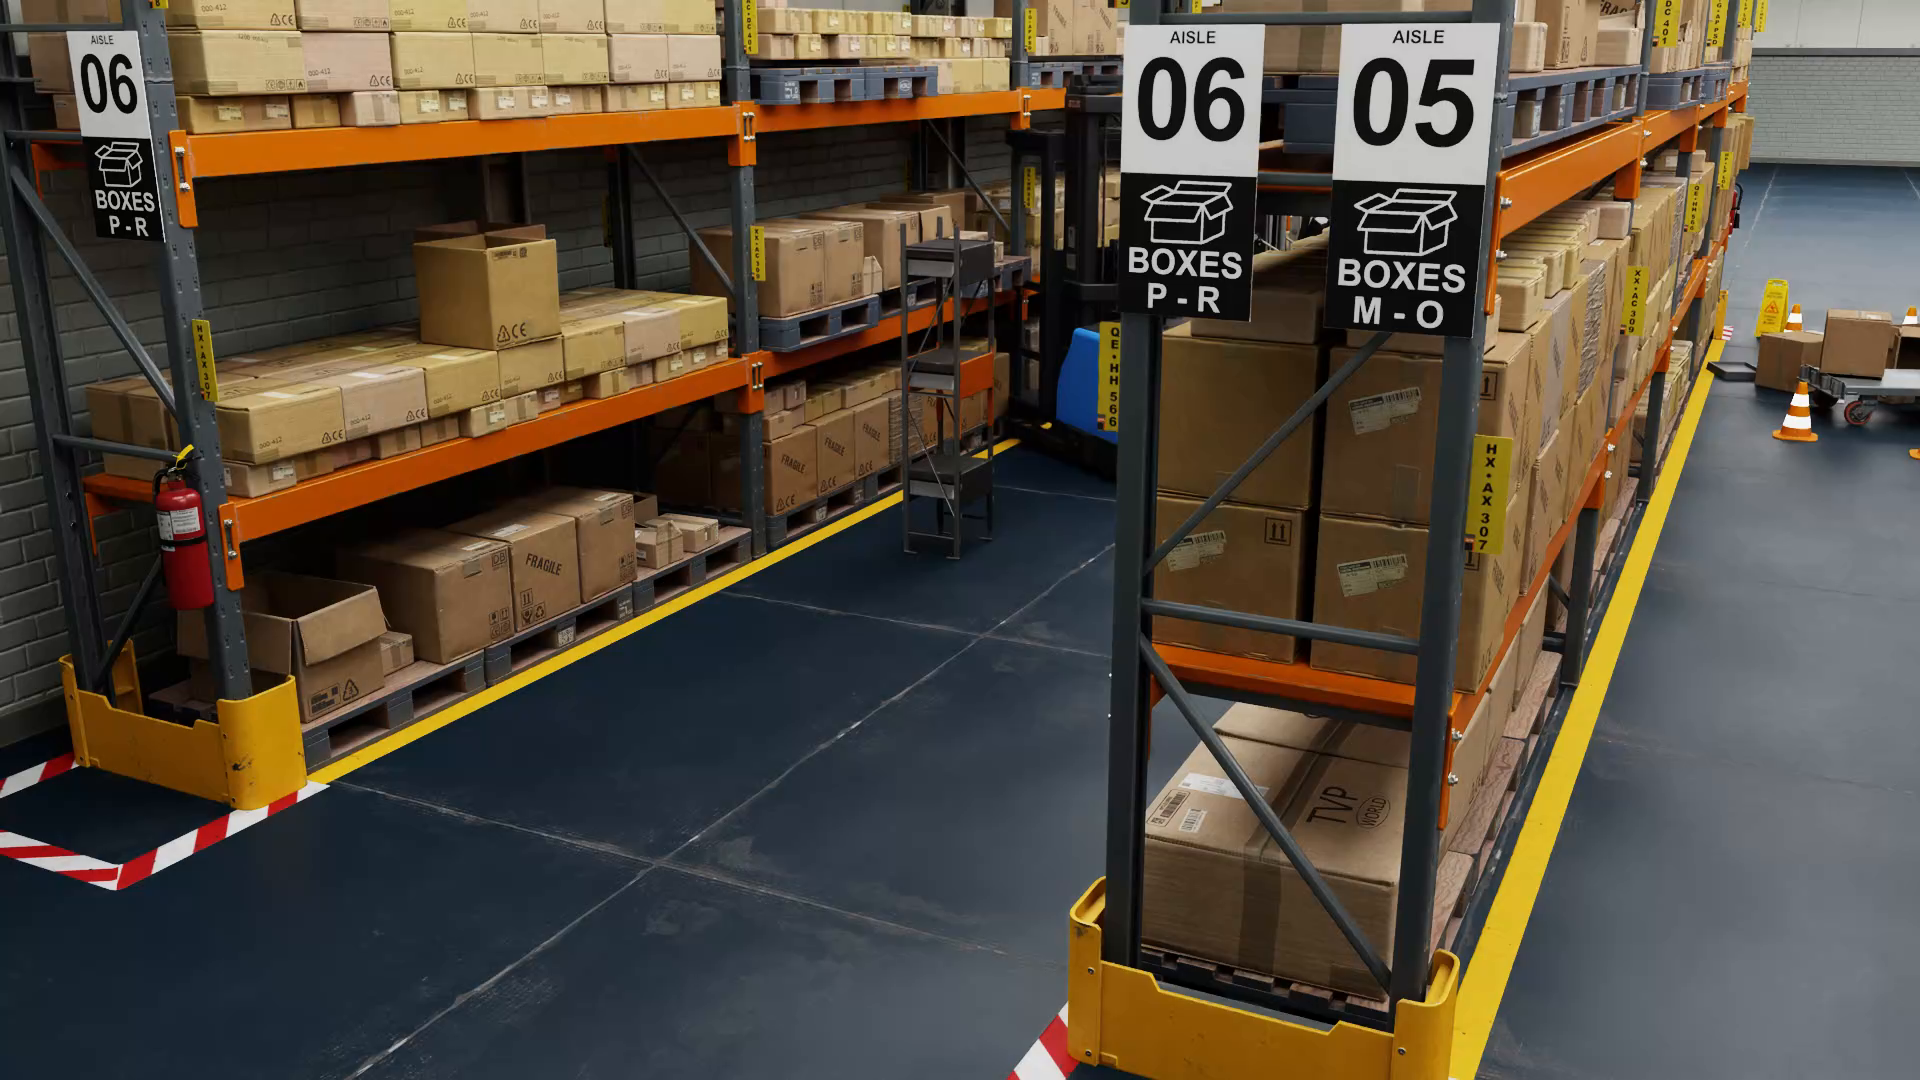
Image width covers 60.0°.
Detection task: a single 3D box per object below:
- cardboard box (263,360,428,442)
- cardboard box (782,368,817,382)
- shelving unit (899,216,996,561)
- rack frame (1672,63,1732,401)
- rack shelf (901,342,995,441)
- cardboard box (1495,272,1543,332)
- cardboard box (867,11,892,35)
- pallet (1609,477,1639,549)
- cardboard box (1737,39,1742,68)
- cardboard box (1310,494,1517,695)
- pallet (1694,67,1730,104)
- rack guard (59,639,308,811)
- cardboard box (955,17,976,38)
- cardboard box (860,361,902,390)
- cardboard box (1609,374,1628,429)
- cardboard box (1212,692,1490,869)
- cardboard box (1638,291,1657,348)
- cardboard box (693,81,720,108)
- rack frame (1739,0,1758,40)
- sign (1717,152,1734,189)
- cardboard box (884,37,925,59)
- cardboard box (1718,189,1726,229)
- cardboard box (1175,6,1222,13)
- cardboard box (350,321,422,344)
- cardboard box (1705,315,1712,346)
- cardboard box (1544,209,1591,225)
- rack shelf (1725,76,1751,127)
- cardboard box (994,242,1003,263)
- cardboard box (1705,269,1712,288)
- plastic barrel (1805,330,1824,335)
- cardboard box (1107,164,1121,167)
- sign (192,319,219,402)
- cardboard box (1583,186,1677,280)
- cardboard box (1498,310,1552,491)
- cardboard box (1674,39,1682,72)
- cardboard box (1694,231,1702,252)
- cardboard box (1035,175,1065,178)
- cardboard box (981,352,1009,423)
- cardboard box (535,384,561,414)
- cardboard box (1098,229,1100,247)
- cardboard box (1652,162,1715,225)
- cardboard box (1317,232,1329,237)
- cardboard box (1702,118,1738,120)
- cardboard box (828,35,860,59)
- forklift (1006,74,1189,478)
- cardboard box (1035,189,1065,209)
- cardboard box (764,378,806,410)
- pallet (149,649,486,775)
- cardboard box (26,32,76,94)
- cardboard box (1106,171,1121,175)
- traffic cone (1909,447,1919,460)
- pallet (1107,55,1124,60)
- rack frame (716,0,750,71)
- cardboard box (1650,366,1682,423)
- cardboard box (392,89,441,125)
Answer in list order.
[{"bbox_3d":[-2.836,-0.651,7.689,0.500,0.250,0.500,8,18,26],"label":"cardboard box"},{"bbox_3d":[-1.271,-1.169,12.205,0.380,0.149,0.250,8,18,26],"label":"cardboard box"},{"bbox_3d":[-0.074,-0.964,10.583,0.431,2.100,0.503,8,18,25],"label":"shelving unit"},{"bbox_3d":[6.299,-2.797,15.172,1.000,3.000,0.127,8,18,25],"label":"rack frame"},{"bbox_3d":[-0.074,-0.951,10.587,0.431,0.518,0.480,8,18,25],"label":"rack shelf"},{"bbox_3d":[1.616,-0.761,5.247,0.380,0.149,0.250,9,19,27],"label":"cardboard box"},{"bbox_3d":[-0.678,-3.456,11.129,0.380,0.149,0.250,8,18,26],"label":"cardboard box"},{"bbox_3d":[4.092,-0.250,11.495,1.003,0.211,1.213,8,18,25],"label":"pallet"},{"bbox_3d":[6.963,-4.515,15.430,0.500,0.250,0.500,8,18,25],"label":"cardboard box"},{"bbox_3d":[1.408,0.126,5.155,0.500,0.500,0.500,8,18,25],"label":"cardboard box"},{"bbox_3d":[4.272,-2.954,10.767,1.213,0.211,1.003,9,19,28],"label":"pallet"},{"bbox_3d":[-3.471,0.808,7.425,1.175,0.500,0.348,8,18,25],"label":"rack guard"},{"bbox_3d":[-0.105,-3.855,12.508,0.380,0.149,0.250,7,18,24],"label":"cardboard box"},{"bbox_3d":[-0.542,-1.230,12.411,0.380,0.149,0.250,7,18,23],"label":"cardboard box"},{"bbox_3d":[3.157,-0.766,8.597,0.500,0.250,0.500,8,18,24],"label":"cardboard box"},{"bbox_3d":[1.544,0.872,6.583,0.875,0.438,0.875,9,19,27],"label":"cardboard box"},{"bbox_3d":[3.630,-1.264,9.399,0.500,0.250,0.500,8,18,26],"label":"cardboard box"},{"bbox_3d":[-1.614,-2.578,9.608,0.380,0.149,0.250,8,18,25],"label":"cardboard box"},{"bbox_3d":[8.087,-6.691,17.748,1.000,3.000,0.127,8,18,25],"label":"rack frame"},{"bbox_3d":[6.797,-3.282,14.772,0.100,0.325,0.005,8,18,25],"label":"sign"},{"bbox_3d":[-0.472,-3.520,11.903,0.380,0.149,0.250,9,19,27],"label":"cardboard box"},{"bbox_3d":[7.185,-3.321,16.239,0.500,0.500,0.500,8,18,25],"label":"cardboard box"},{"bbox_3d":[2.822,-5.647,18.405,0.797,0.503,0.637,9,19,27],"label":"cardboard box"},{"bbox_3d":[-2.846,-0.982,8.804,0.500,0.250,0.500,8,18,25],"label":"cardboard box"},{"bbox_3d":[7.499,-2.194,17.234,0.500,0.250,0.500,7,18,23],"label":"cardboard box"},{"bbox_3d":[2.536,-1.363,7.273,0.380,0.149,0.250,8,18,25],"label":"cardboard box"},{"bbox_3d":[7.193,-4.399,16.562,1.077,0.370,4.000,8,18,25],"label":"rack shelf"},{"bbox_3d":[0.119,-2.273,13.113,0.380,0.149,0.250,8,19,26],"label":"cardboard box"},{"bbox_3d":[6.914,-2.490,15.776,0.380,0.149,0.250,8,18,26],"label":"cardboard box"},{"bbox_3d":[8.518,-1.862,16.549,0.421,0.421,0.512,-7,18,-22],"label":"plastic barrel"},{"bbox_3d":[1.771,-3.901,17.574,0.380,0.149,0.250,8,18,25],"label":"cardboard box"},{"bbox_3d":[-3.020,-0.717,6.648,0.100,0.325,0.005,8,18,25],"label":"sign"},{"bbox_3d":[4.065,-1.883,10.163,0.500,0.500,0.500,8,18,25],"label":"cardboard box"},{"bbox_3d":[1.631,-0.486,5.460,0.500,0.500,0.500,8,18,24],"label":"cardboard box"},{"bbox_3d":[3.603,-2.564,8.793,0.380,0.166,0.250,7,18,22],"label":"cardboard box"},{"bbox_3d":[5.989,-2.511,13.913,0.380,0.149,0.250,8,18,26],"label":"cardboard box"},{"bbox_3d":[0.891,-3.406,15.908,0.380,0.149,0.250,8,18,25],"label":"cardboard box"},{"bbox_3d":[0.073,-1.276,13.706,0.500,0.500,0.500,9,19,27],"label":"cardboard box"},{"bbox_3d":[-2.340,-0.765,8.773,0.380,0.149,0.250,8,18,25],"label":"cardboard box"},{"bbox_3d":[0.940,-2.678,15.036,0.500,0.250,0.500,7,18,24],"label":"cardboard box"},{"bbox_3d":[6.298,-3.042,14.561,0.500,0.500,0.500,8,18,24],"label":"cardboard box"},{"bbox_3d":[1.573,-1.092,6.360,0.380,0.149,0.250,9,19,27],"label":"cardboard box"},{"bbox_3d":[7.338,-3.947,16.591,0.700,0.500,0.500,8,18,25],"label":"cardboard box"},{"bbox_3d":[-0.867,-3.174,10.701,0.380,0.149,0.250,8,18,26],"label":"cardboard box"},{"bbox_3d":[1.037,-2.244,13.433,1.130,2.935,3.031,-7,18,-24],"label":"forklift"},{"bbox_3d":[0.686,-2.948,14.366,0.380,0.149,0.250,9,19,27],"label":"cardboard box"},{"bbox_3d":[-1.246,-0.976,11.033,0.380,0.149,0.250,7,18,23],"label":"cardboard box"},{"bbox_3d":[-3.116,0.744,8.150,1.003,0.211,1.213,8,18,25],"label":"pallet"},{"bbox_3d":[-3.550,-2.027,7.054,0.500,0.250,0.500,8,18,24],"label":"cardboard box"},{"bbox_3d":[1.647,-3.547,16.384,0.380,0.149,0.250,8,18,25],"label":"cardboard box"},{"bbox_3d":[7.763,-0.886,13.193,0.336,0.463,0.334,8,18,25],"label":"traffic cone"},{"bbox_3d":[2.215,-5.043,17.623,1.003,0.211,1.213,8,18,25],"label":"pallet"},{"bbox_3d":[-1.718,-4.265,9.580,1.000,3.000,0.127,8,18,25],"label":"rack frame"},{"bbox_3d":[5.440,-1.244,13.820,0.950,0.372,0.625,9,19,27],"label":"cardboard box"},{"bbox_3d":[-2.617,-1.991,7.632,0.380,0.149,0.250,8,18,25],"label":"cardboard box"}]
